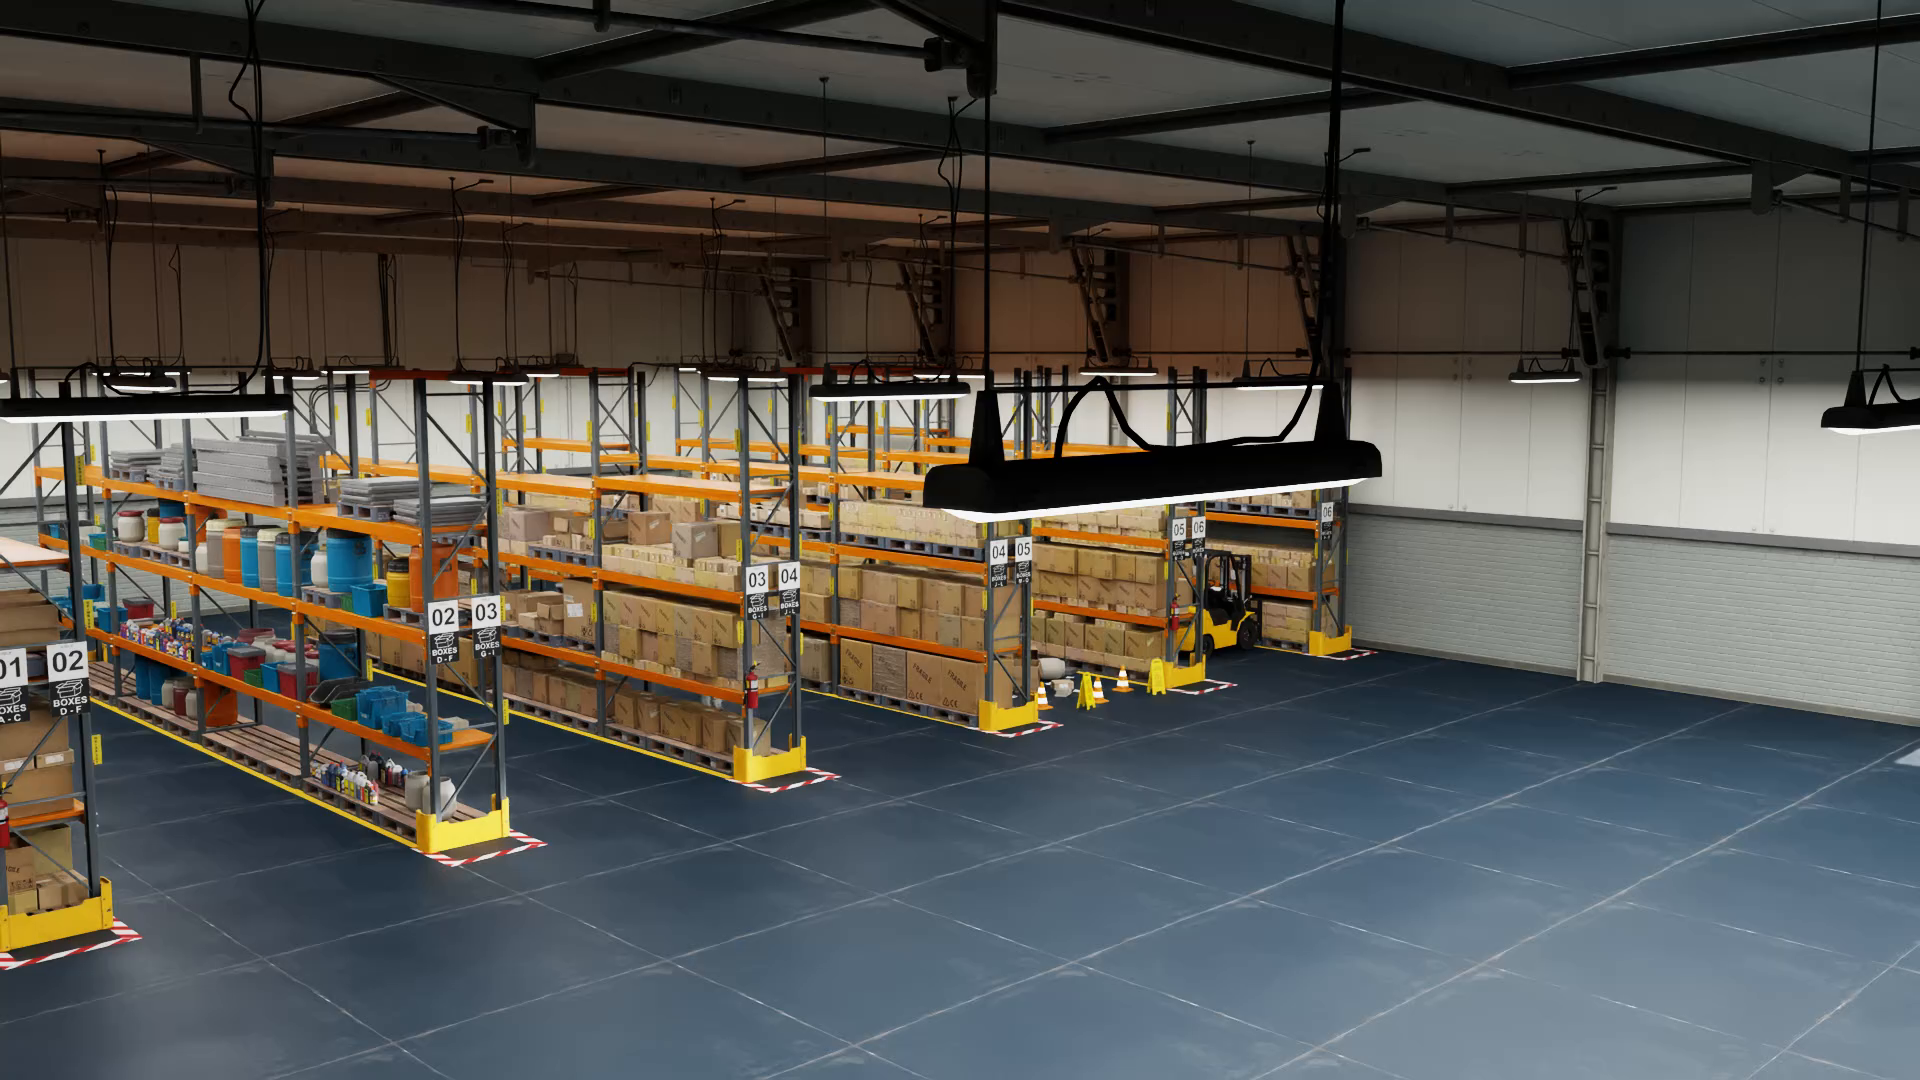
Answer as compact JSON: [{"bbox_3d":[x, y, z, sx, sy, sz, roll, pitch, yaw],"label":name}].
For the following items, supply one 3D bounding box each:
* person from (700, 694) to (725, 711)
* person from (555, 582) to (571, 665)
[{"bbox_3d":[-4.413,2.197,28.797,0.594,1.773,0.540,-4,8,-35],"label":"person"},{"bbox_3d":[-8.014,1.692,33.713,0.518,1.666,0.462,-4,7,-30],"label":"person"}]
